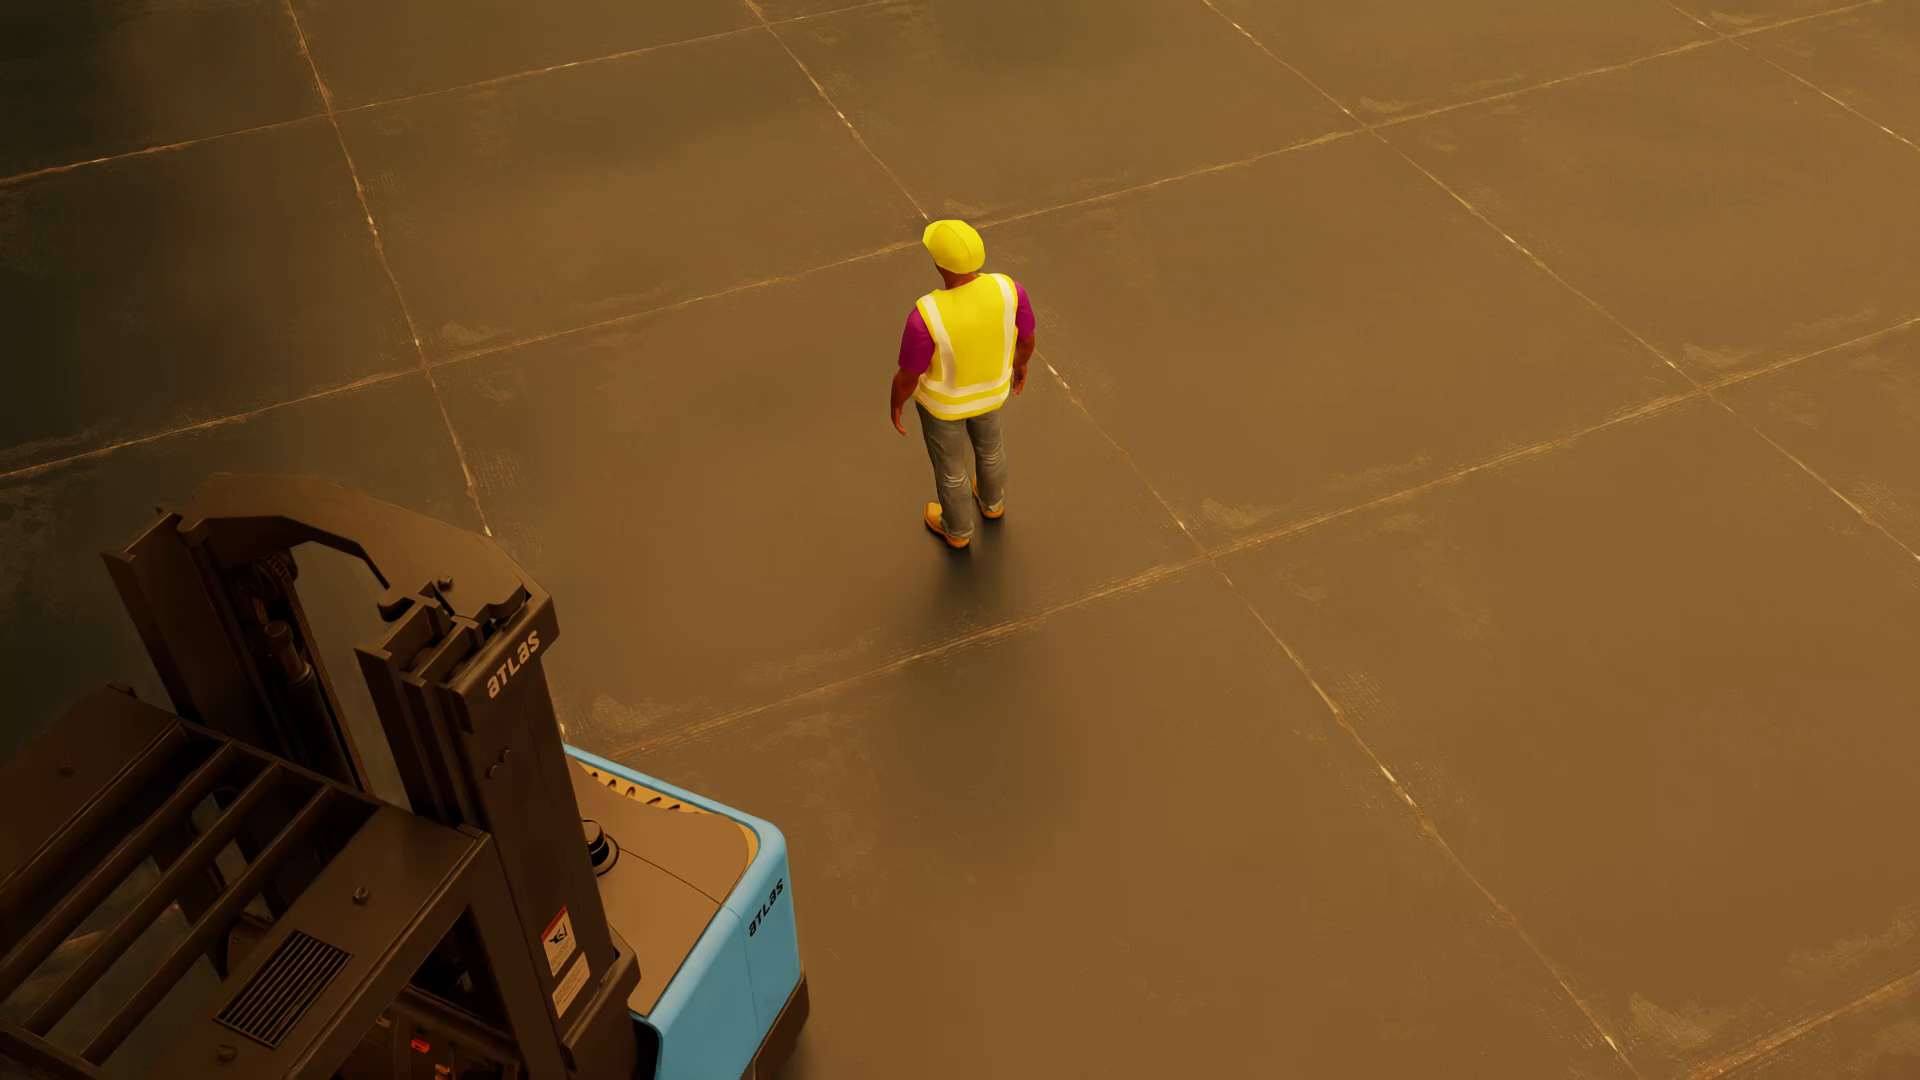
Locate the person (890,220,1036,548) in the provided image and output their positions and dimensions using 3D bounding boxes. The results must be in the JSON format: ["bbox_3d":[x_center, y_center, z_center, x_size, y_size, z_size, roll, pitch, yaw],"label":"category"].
[{"bbox_3d":[-0.024,-0.695,7.269,0.666,1.765,0.577,-18,46,-18],"label":"person"}]

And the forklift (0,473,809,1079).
[{"bbox_3d":[-1.610,1.408,4.171,1.130,2.935,3.031,17,46,18],"label":"forklift"}]
